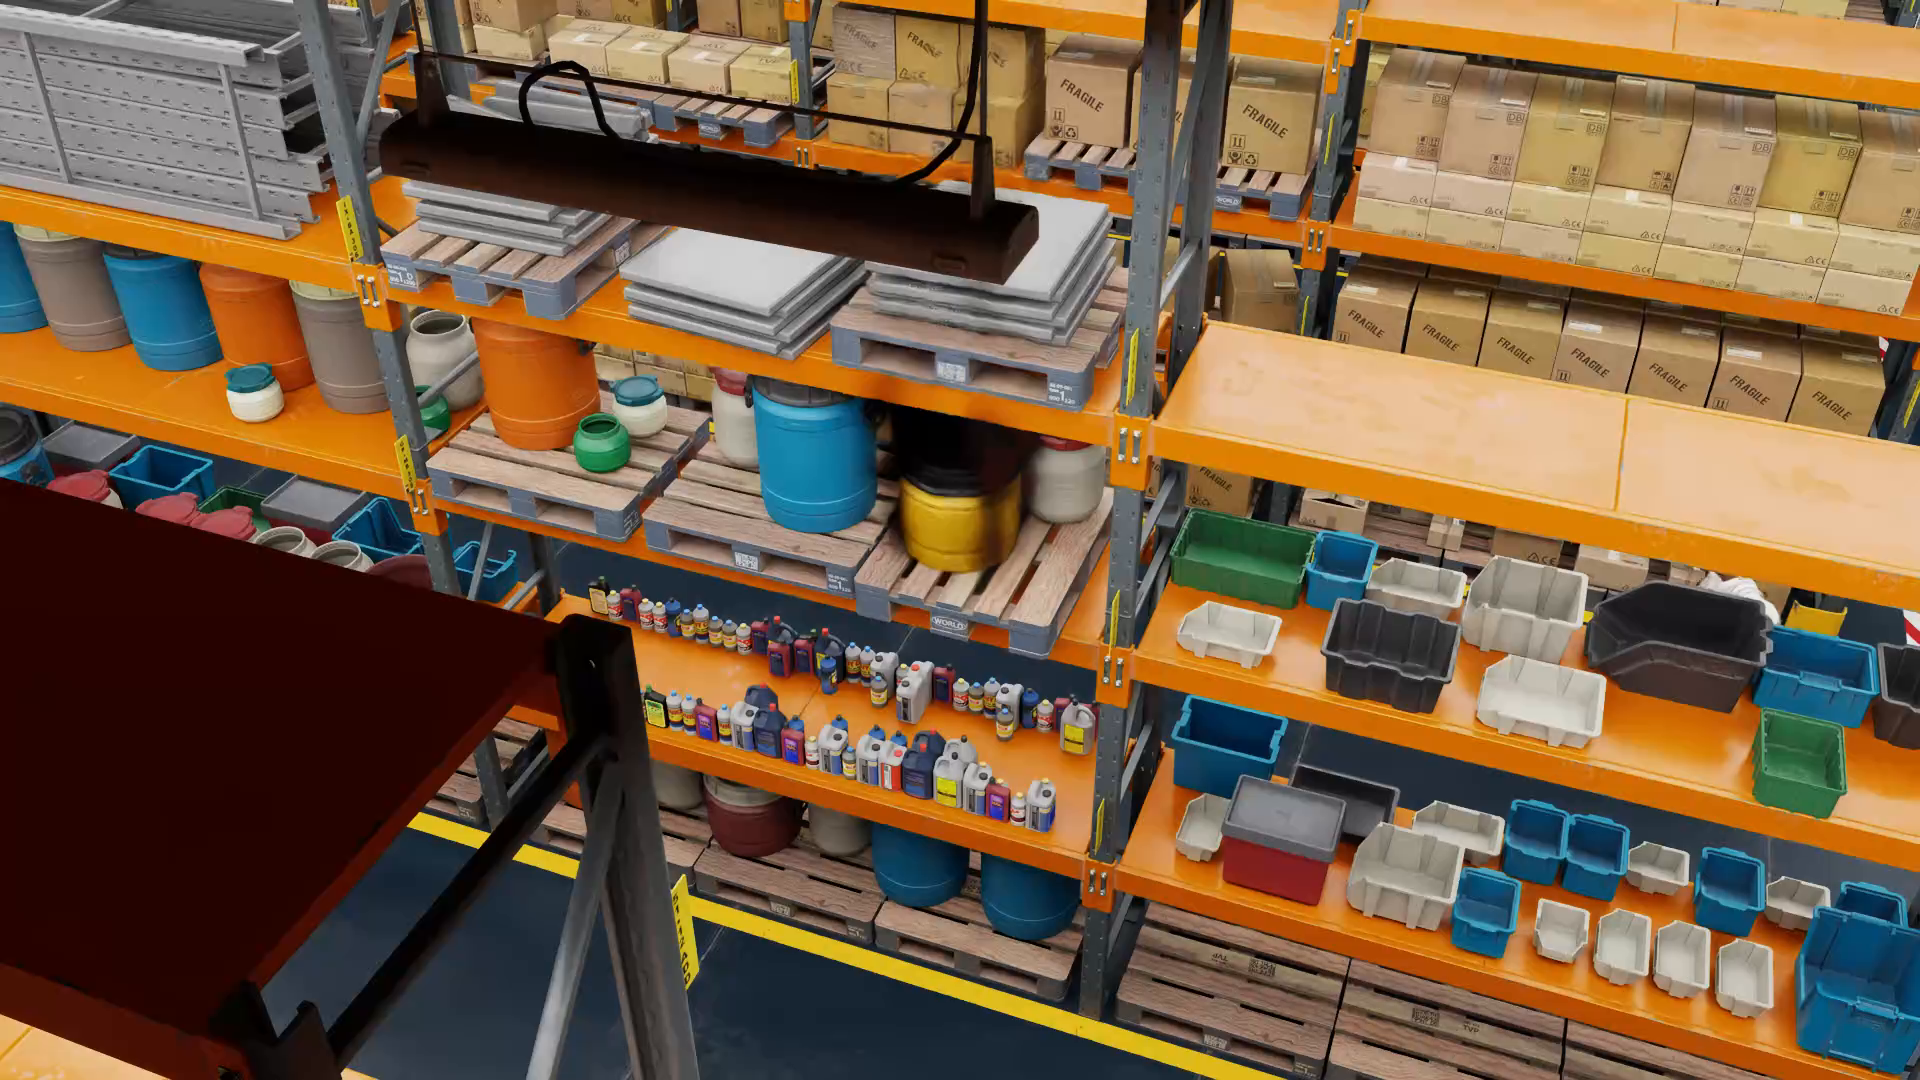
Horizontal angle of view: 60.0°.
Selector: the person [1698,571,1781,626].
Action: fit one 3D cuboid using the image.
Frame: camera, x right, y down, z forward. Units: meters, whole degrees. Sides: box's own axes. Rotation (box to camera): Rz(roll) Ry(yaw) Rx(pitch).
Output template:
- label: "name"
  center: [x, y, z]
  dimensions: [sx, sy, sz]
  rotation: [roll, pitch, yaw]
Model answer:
- label: "person"
  center: [4.959, 0.727, 10.950]
  dimensions: [0.712, 1.791, 0.657]
  rotation: [7, 37, 10]
